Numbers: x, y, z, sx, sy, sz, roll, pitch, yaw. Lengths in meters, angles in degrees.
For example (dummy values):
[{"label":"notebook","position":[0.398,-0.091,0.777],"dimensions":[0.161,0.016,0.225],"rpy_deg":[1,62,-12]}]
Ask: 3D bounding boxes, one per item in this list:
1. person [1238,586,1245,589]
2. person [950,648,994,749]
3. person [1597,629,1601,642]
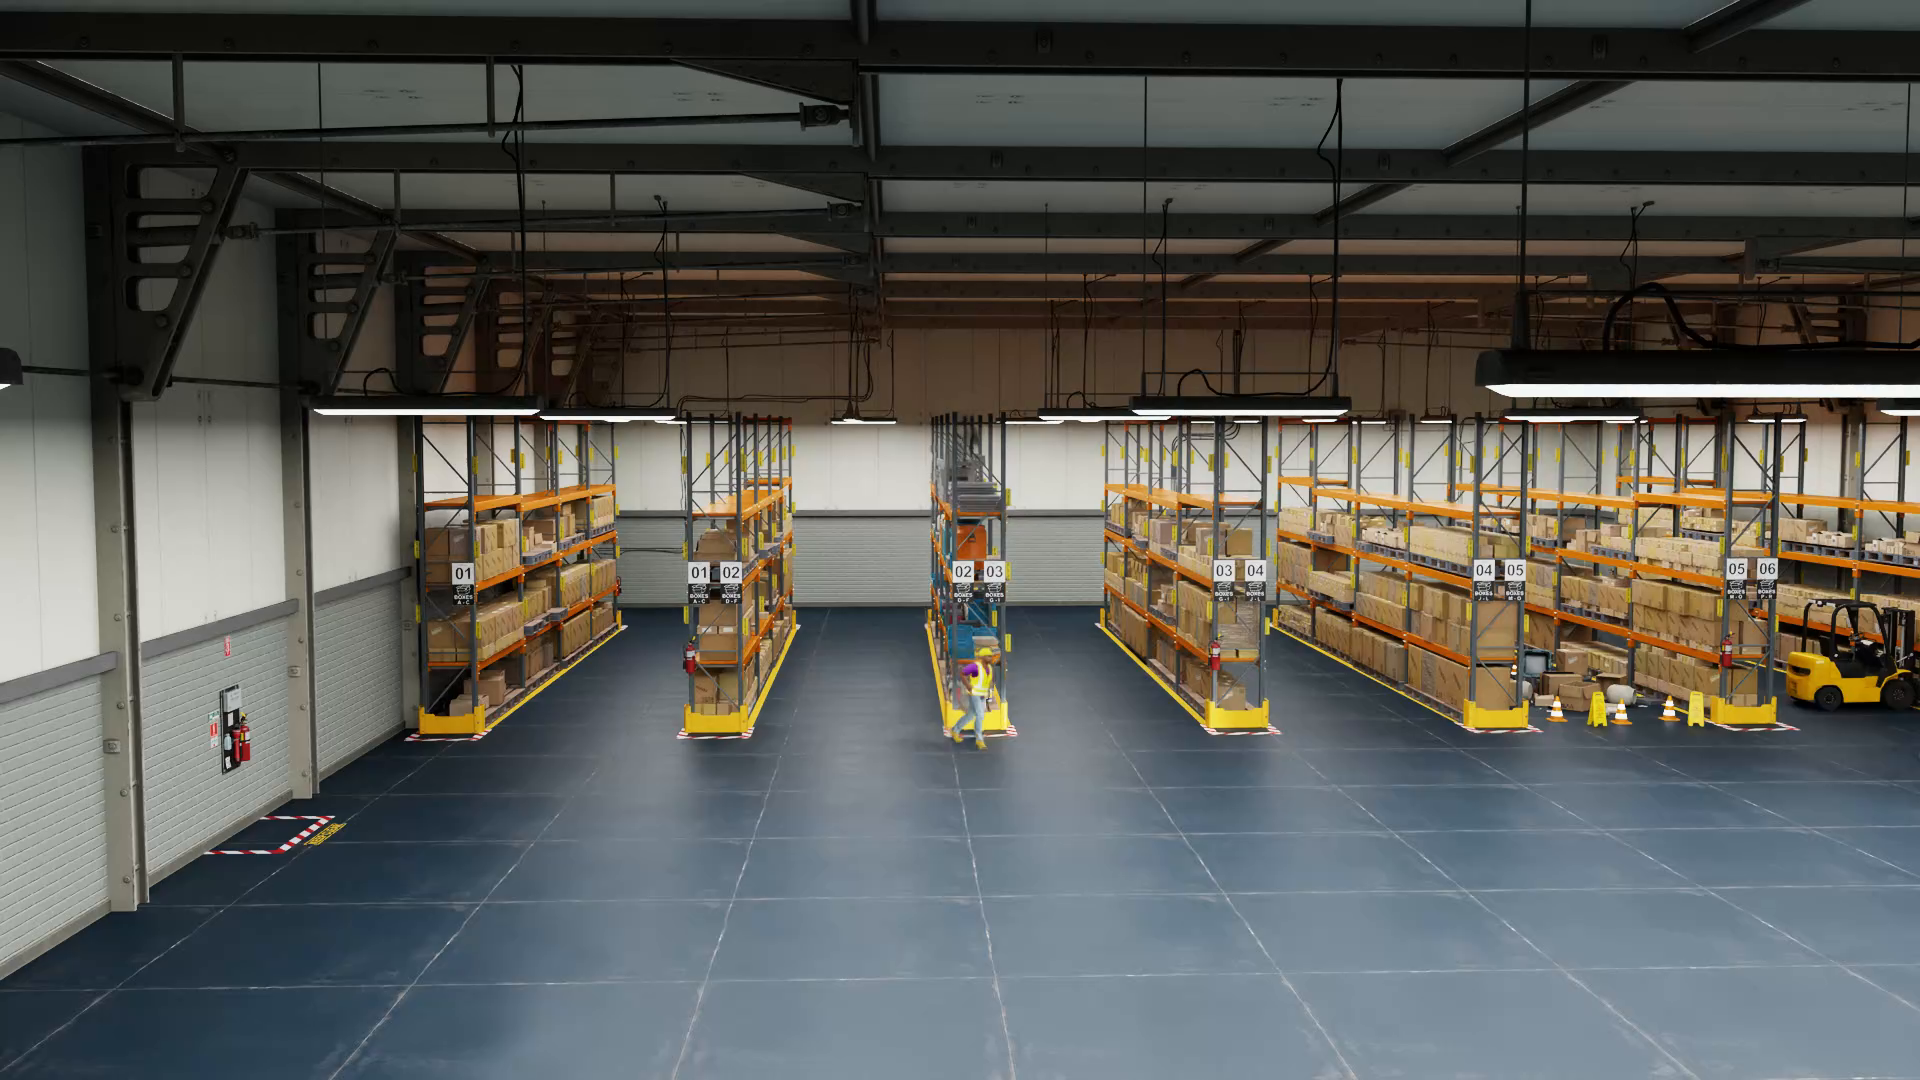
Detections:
[{"label":"person","position":[7.884,1.701,46.624],"dimensions":[0.671,1.728,0.792],"rpy_deg":[1,4,10]},{"label":"person","position":[0.283,2.820,29.998],"dimensions":[0.884,1.772,0.704],"rpy_deg":[3,5,34]},{"label":"person","position":[16.507,1.958,43.346],"dimensions":[0.561,1.701,0.740],"rpy_deg":[0,4,-3]}]
